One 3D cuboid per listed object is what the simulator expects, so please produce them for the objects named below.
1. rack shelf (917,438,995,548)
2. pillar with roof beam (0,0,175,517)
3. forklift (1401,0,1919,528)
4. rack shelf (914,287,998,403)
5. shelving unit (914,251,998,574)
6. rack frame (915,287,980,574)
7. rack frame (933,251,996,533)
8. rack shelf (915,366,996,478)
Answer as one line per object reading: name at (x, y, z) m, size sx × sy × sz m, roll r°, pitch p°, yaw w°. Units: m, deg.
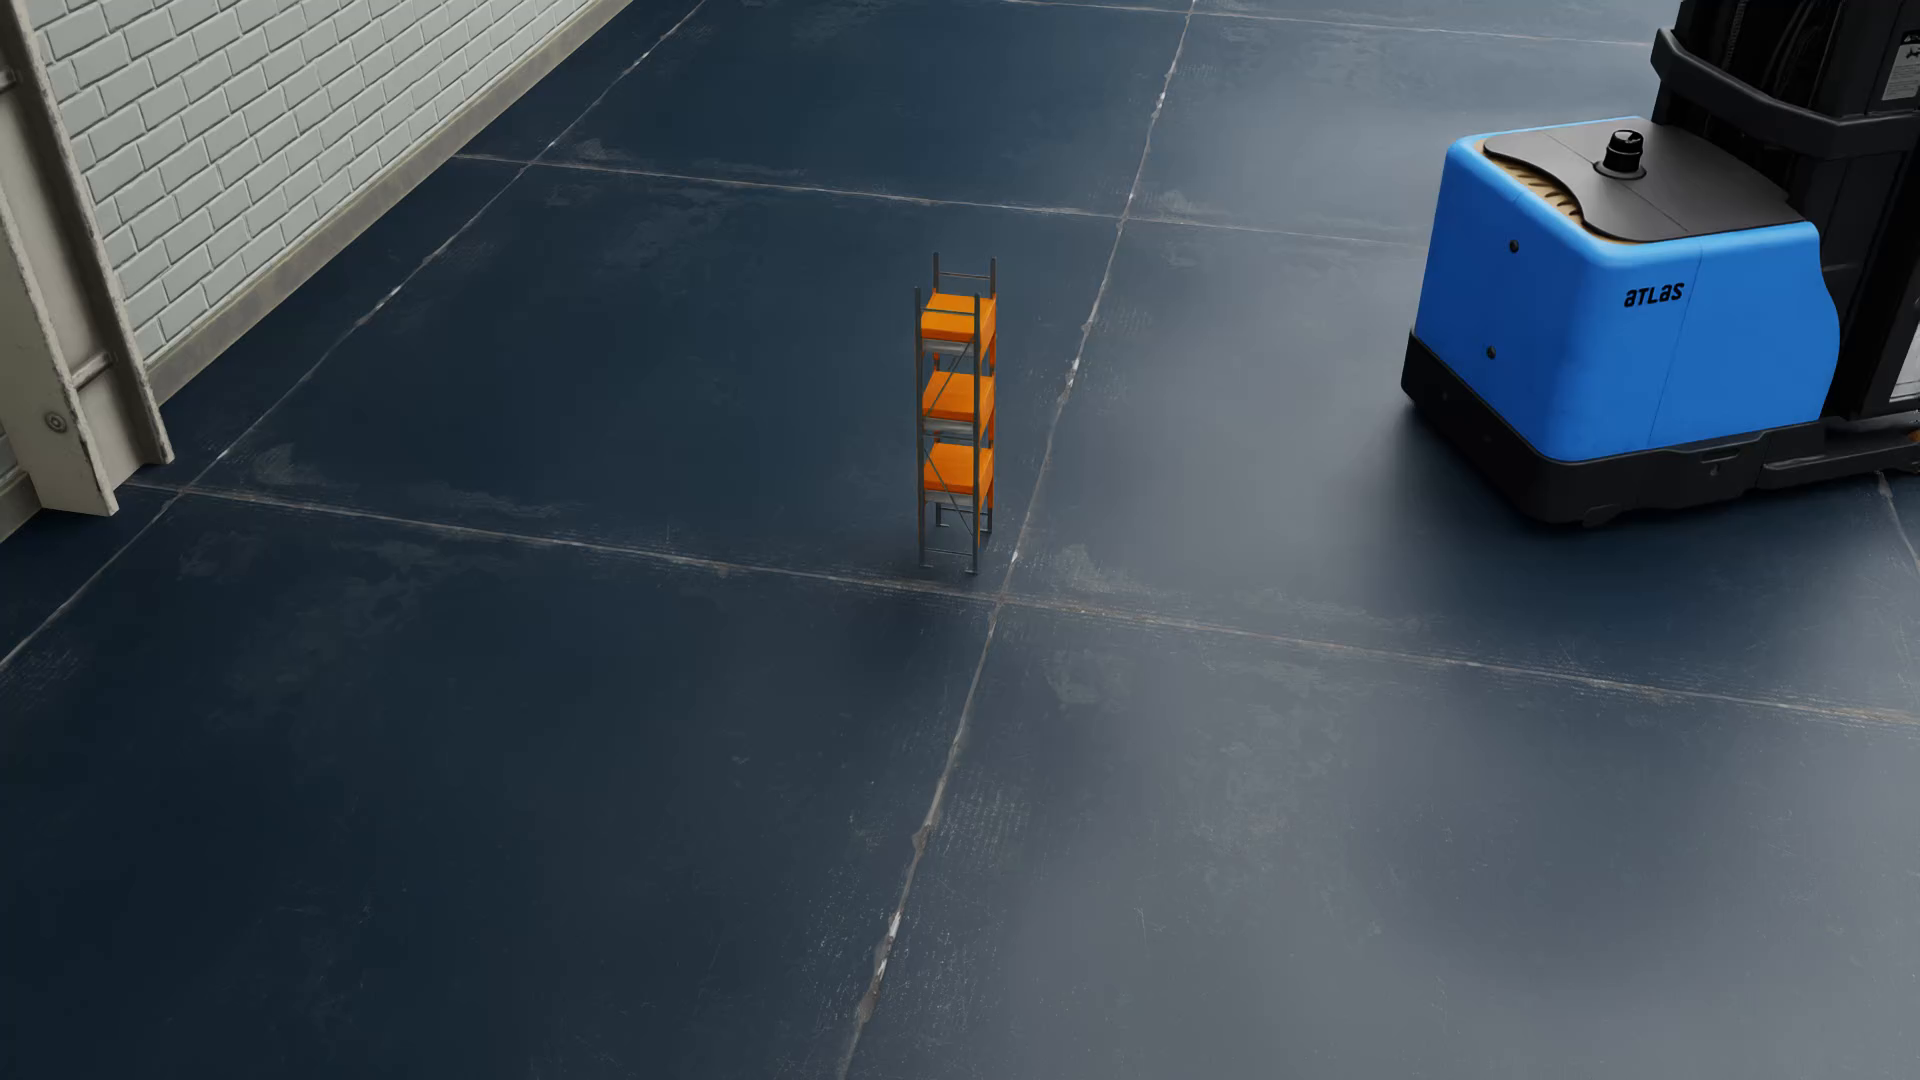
rack shelf at (-0.011, -0.161, 5.569) m, size 0.215 × 0.259 × 0.240 m, roll 7°, pitch 37°, yaw 10°
pillar with roof beam at (1.101, -3.319, 2.662) m, size 9.100 × 9.000 × 0.400 m, roll 7°, pitch 37°, yaw 10°
forklift at (3.285, -1.714, 5.618) m, size 3.031 × 2.935 × 1.130 m, roll -10°, pitch 37°, yaw -13°
rack shelf at (-0.011, -0.616, 5.239) m, size 0.215 × 0.259 × 0.240 m, roll 7°, pitch 37°, yaw 10°
shelving unit at (-0.011, -0.394, 5.400) m, size 0.215 × 1.050 × 0.252 m, roll 7°, pitch 37°, yaw 10°
rack frame at (-0.037, -0.324, 5.303) m, size 0.200 × 1.050 × 0.008 m, roll 7°, pitch 37°, yaw 10°
rack frame at (0.015, -0.464, 5.496) m, size 0.200 × 1.050 × 0.008 m, roll 7°, pitch 37°, yaw 10°
rack shelf at (-0.011, -0.386, 5.406) m, size 0.215 × 0.259 × 0.240 m, roll 7°, pitch 37°, yaw 10°
